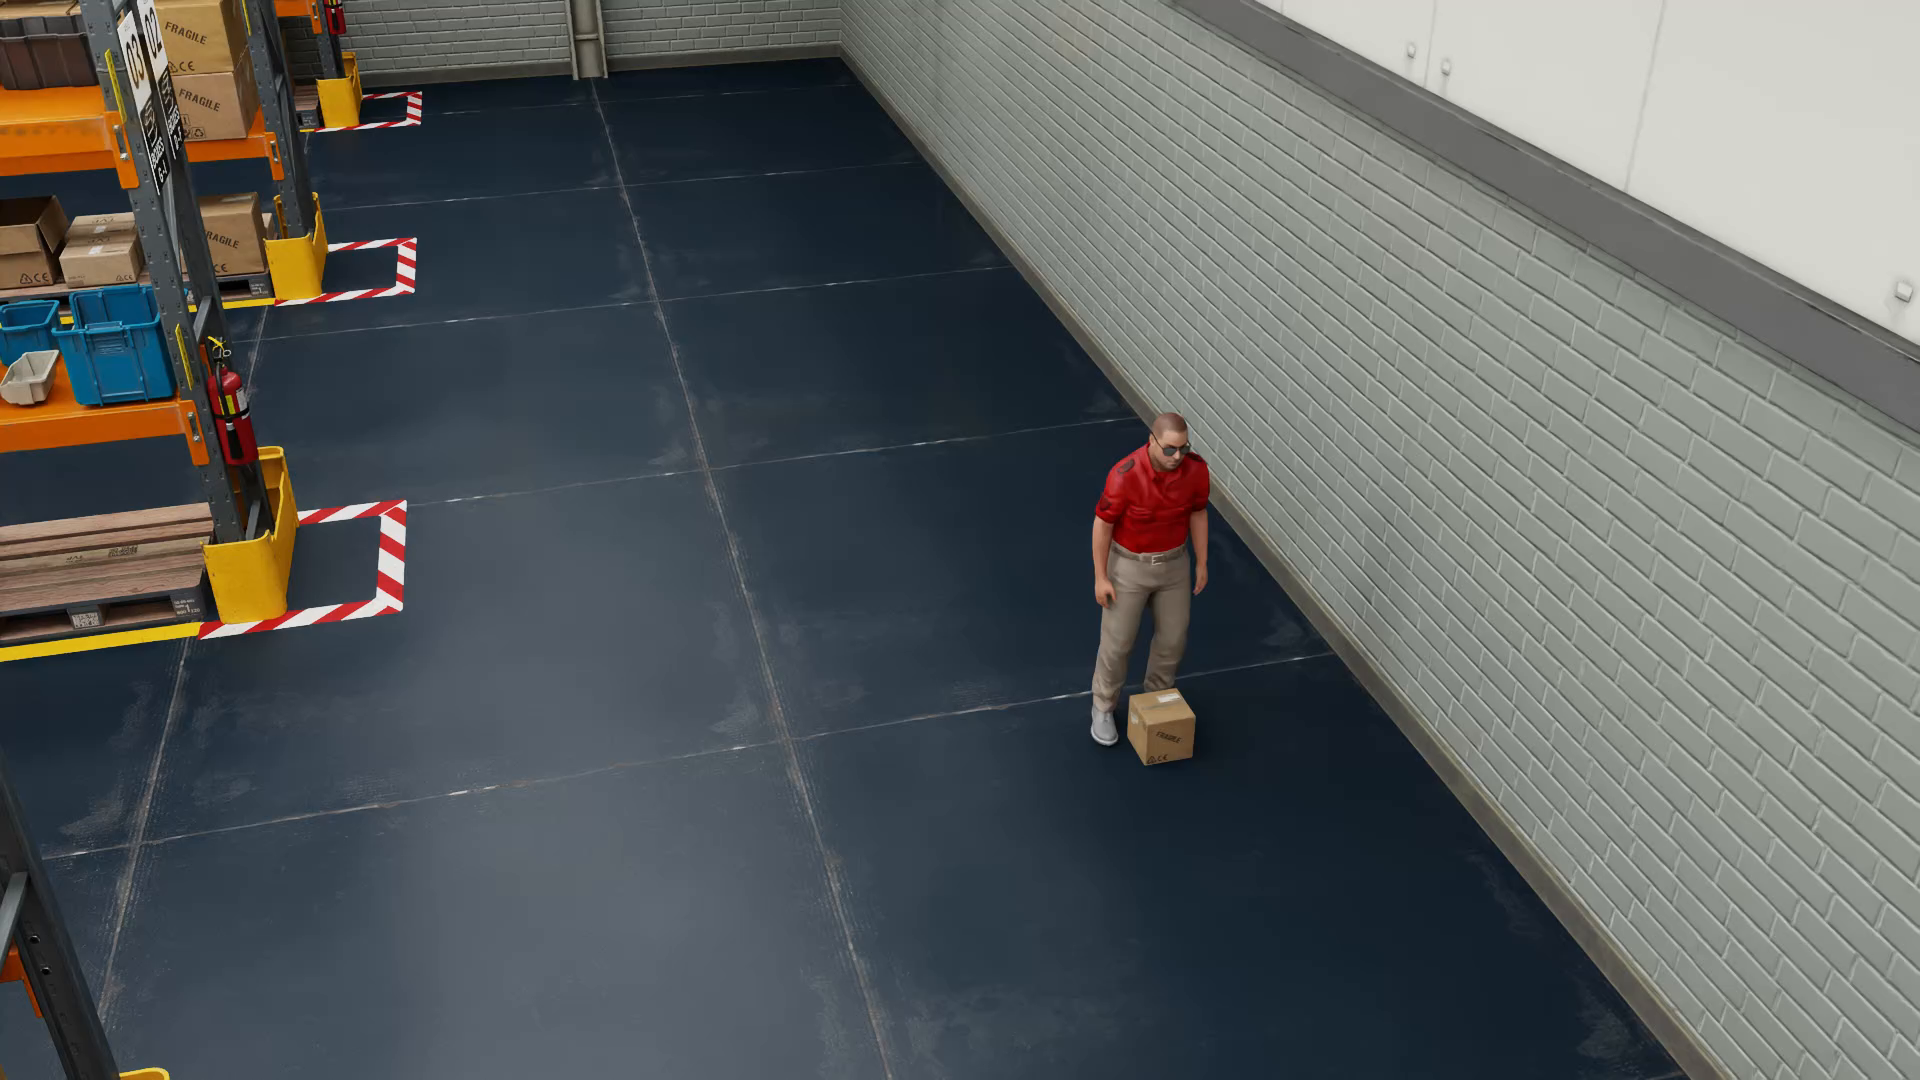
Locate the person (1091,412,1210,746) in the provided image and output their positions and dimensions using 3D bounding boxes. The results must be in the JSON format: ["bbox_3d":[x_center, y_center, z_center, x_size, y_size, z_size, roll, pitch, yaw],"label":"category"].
[{"bbox_3d":[0.915,0.152,7.991,0.594,1.726,0.386,-8,31,-14],"label":"person"}]
